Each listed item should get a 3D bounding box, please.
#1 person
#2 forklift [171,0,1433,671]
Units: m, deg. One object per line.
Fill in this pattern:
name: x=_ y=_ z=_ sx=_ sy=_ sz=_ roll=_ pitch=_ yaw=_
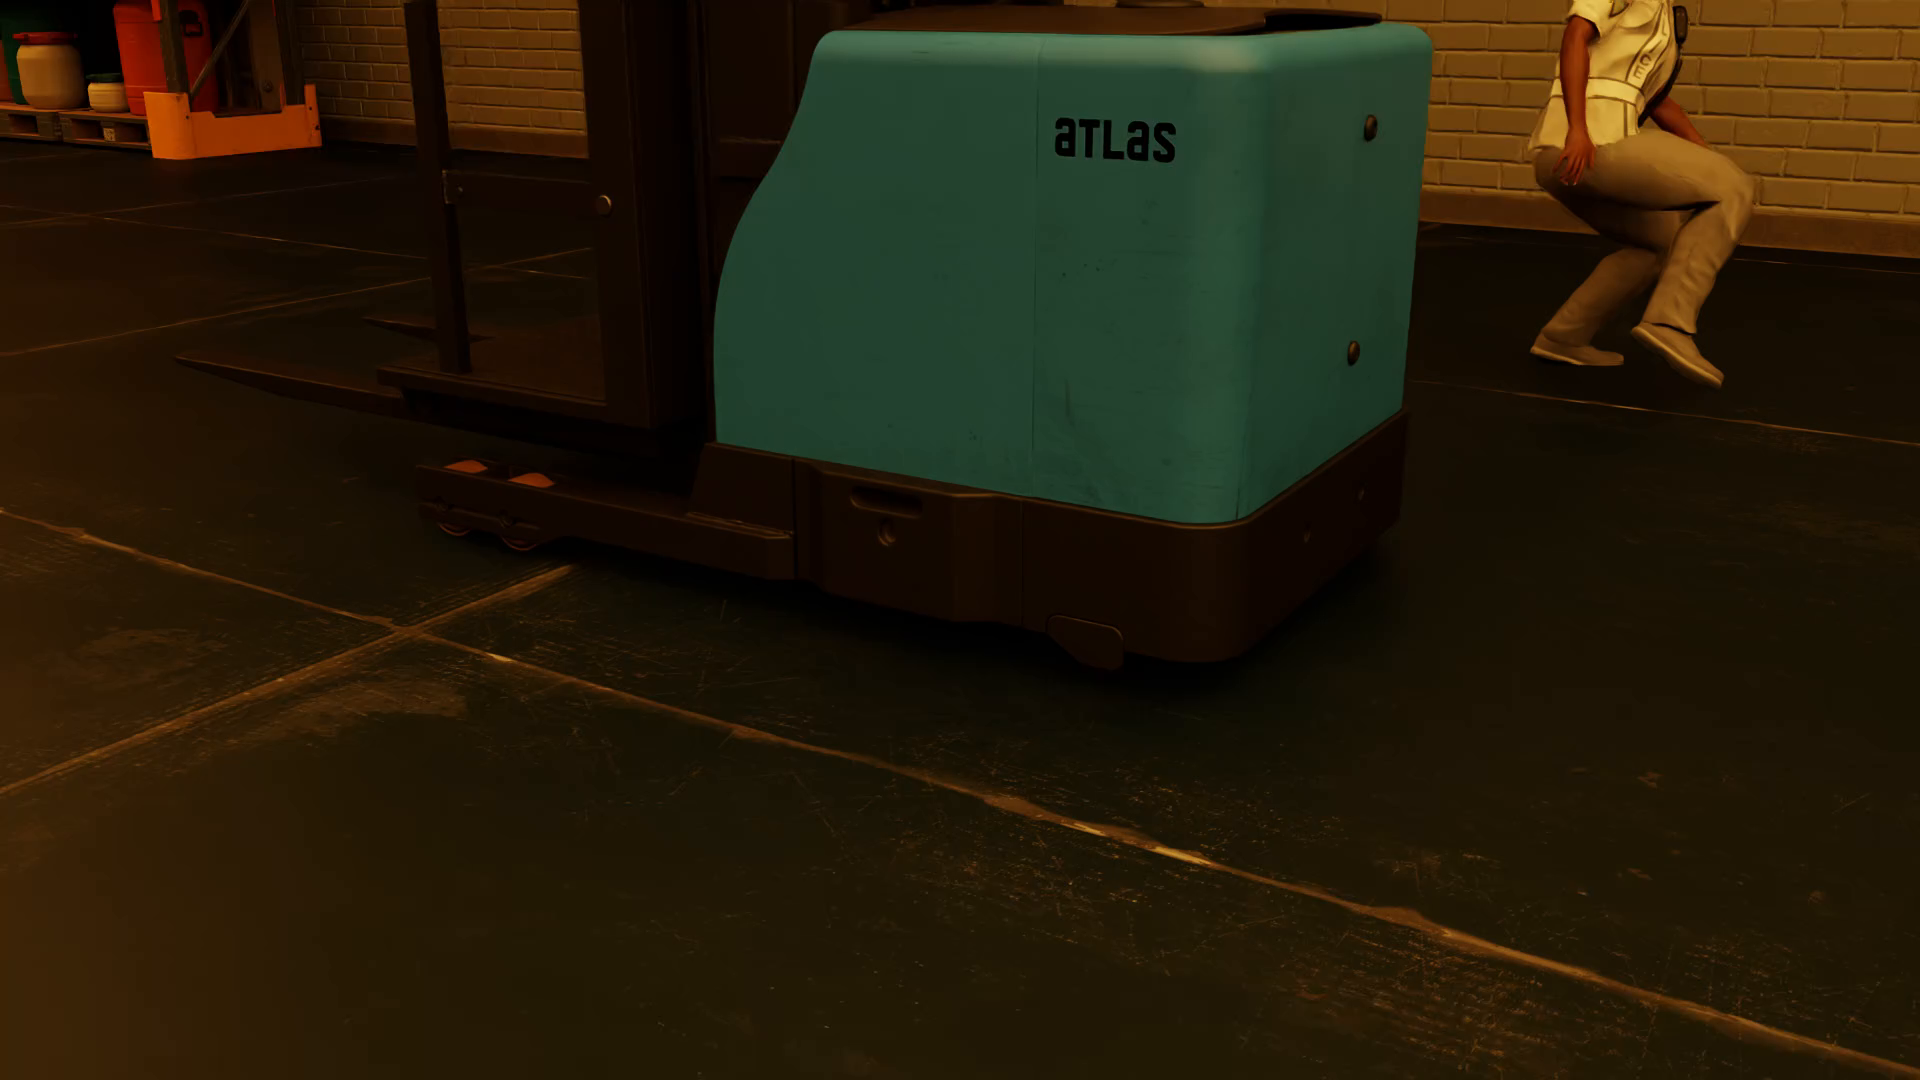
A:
person: x=1.990 y=-1.145 z=4.803 sx=0.663 sy=1.461 sz=0.707 roll=5 pitch=19 yaw=14
forklift: x=-0.592 y=-1.496 z=3.464 sx=3.031 sy=2.935 sz=1.130 roll=11 pitch=22 yaw=29
